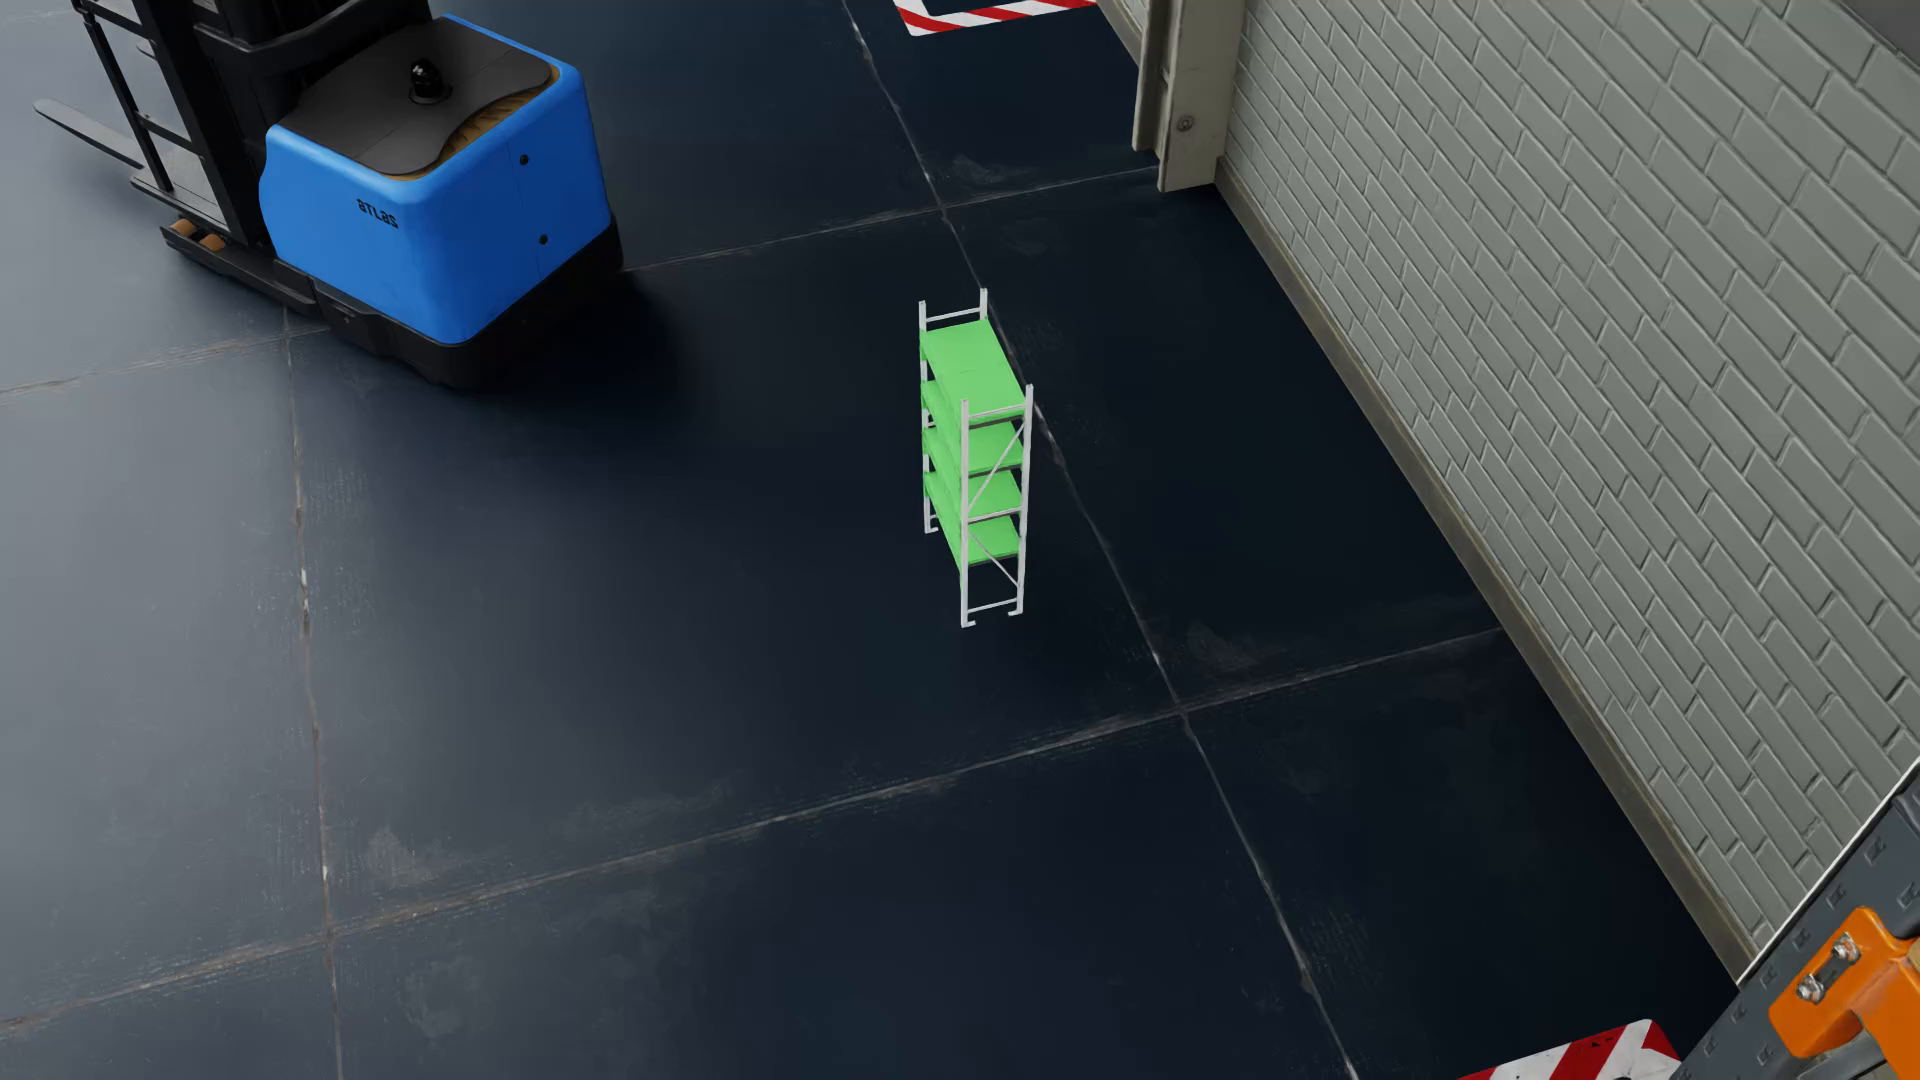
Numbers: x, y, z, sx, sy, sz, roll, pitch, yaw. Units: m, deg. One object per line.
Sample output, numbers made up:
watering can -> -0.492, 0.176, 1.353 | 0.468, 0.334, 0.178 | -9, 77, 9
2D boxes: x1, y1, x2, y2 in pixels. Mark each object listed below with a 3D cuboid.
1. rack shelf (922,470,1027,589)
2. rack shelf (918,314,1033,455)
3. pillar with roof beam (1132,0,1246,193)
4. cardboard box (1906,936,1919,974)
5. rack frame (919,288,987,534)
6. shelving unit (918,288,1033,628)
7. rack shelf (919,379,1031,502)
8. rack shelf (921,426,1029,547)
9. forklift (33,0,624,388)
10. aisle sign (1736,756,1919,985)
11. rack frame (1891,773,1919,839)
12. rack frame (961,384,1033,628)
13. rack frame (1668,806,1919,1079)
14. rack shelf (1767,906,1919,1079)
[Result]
rack shelf -> 0.049, -0.070, 6.211 | 0.258, 0.148, 0.480 | -13, 51, -11
rack shelf -> 0.049, -0.534, 5.661 | 0.258, 0.148, 0.480 | -13, 51, -11
pillar with roof beam -> -3.065, -3.763, 3.826 | 9.100, 9.000, 0.400 | -13, 51, -11
cardboard box -> 1.649, 0.559, 2.066 | 0.500, 0.500, 0.500 | -12, 51, -10
rack frame -> -0.023, -0.444, 6.129 | 0.240, 1.200, 0.015 | -13, 51, -11
shelving unit -> 0.049, -0.266, 5.979 | 0.258, 1.200, 0.503 | -13, 51, -11
rack shelf -> 0.049, -0.379, 5.844 | 0.258, 0.148, 0.480 | -13, 51, -11
rack shelf -> 0.049, -0.225, 6.028 | 0.258, 0.148, 0.480 | -13, 51, -11
forklift -> -3.028, -2.476, 6.710 | 3.031, 2.935, 1.130 | 27, 55, 21
aisle sign -> 1.481, 0.441, 2.506 | 0.394, 0.787, 0.004 | -13, 51, -11
rack frame -> 1.789, -0.670, 1.219 | 1.000, 3.000, 0.127 | -13, 51, -11
rack frame -> 0.121, -0.088, 5.829 | 0.240, 1.200, 0.015 | -13, 51, -11
rack frame -> 1.789, 1.264, 3.512 | 1.000, 3.000, 0.127 | -13, 51, -11
rack shelf -> 2.380, 1.989, 1.409 | 1.077, 0.370, 4.000 | -13, 51, -11
